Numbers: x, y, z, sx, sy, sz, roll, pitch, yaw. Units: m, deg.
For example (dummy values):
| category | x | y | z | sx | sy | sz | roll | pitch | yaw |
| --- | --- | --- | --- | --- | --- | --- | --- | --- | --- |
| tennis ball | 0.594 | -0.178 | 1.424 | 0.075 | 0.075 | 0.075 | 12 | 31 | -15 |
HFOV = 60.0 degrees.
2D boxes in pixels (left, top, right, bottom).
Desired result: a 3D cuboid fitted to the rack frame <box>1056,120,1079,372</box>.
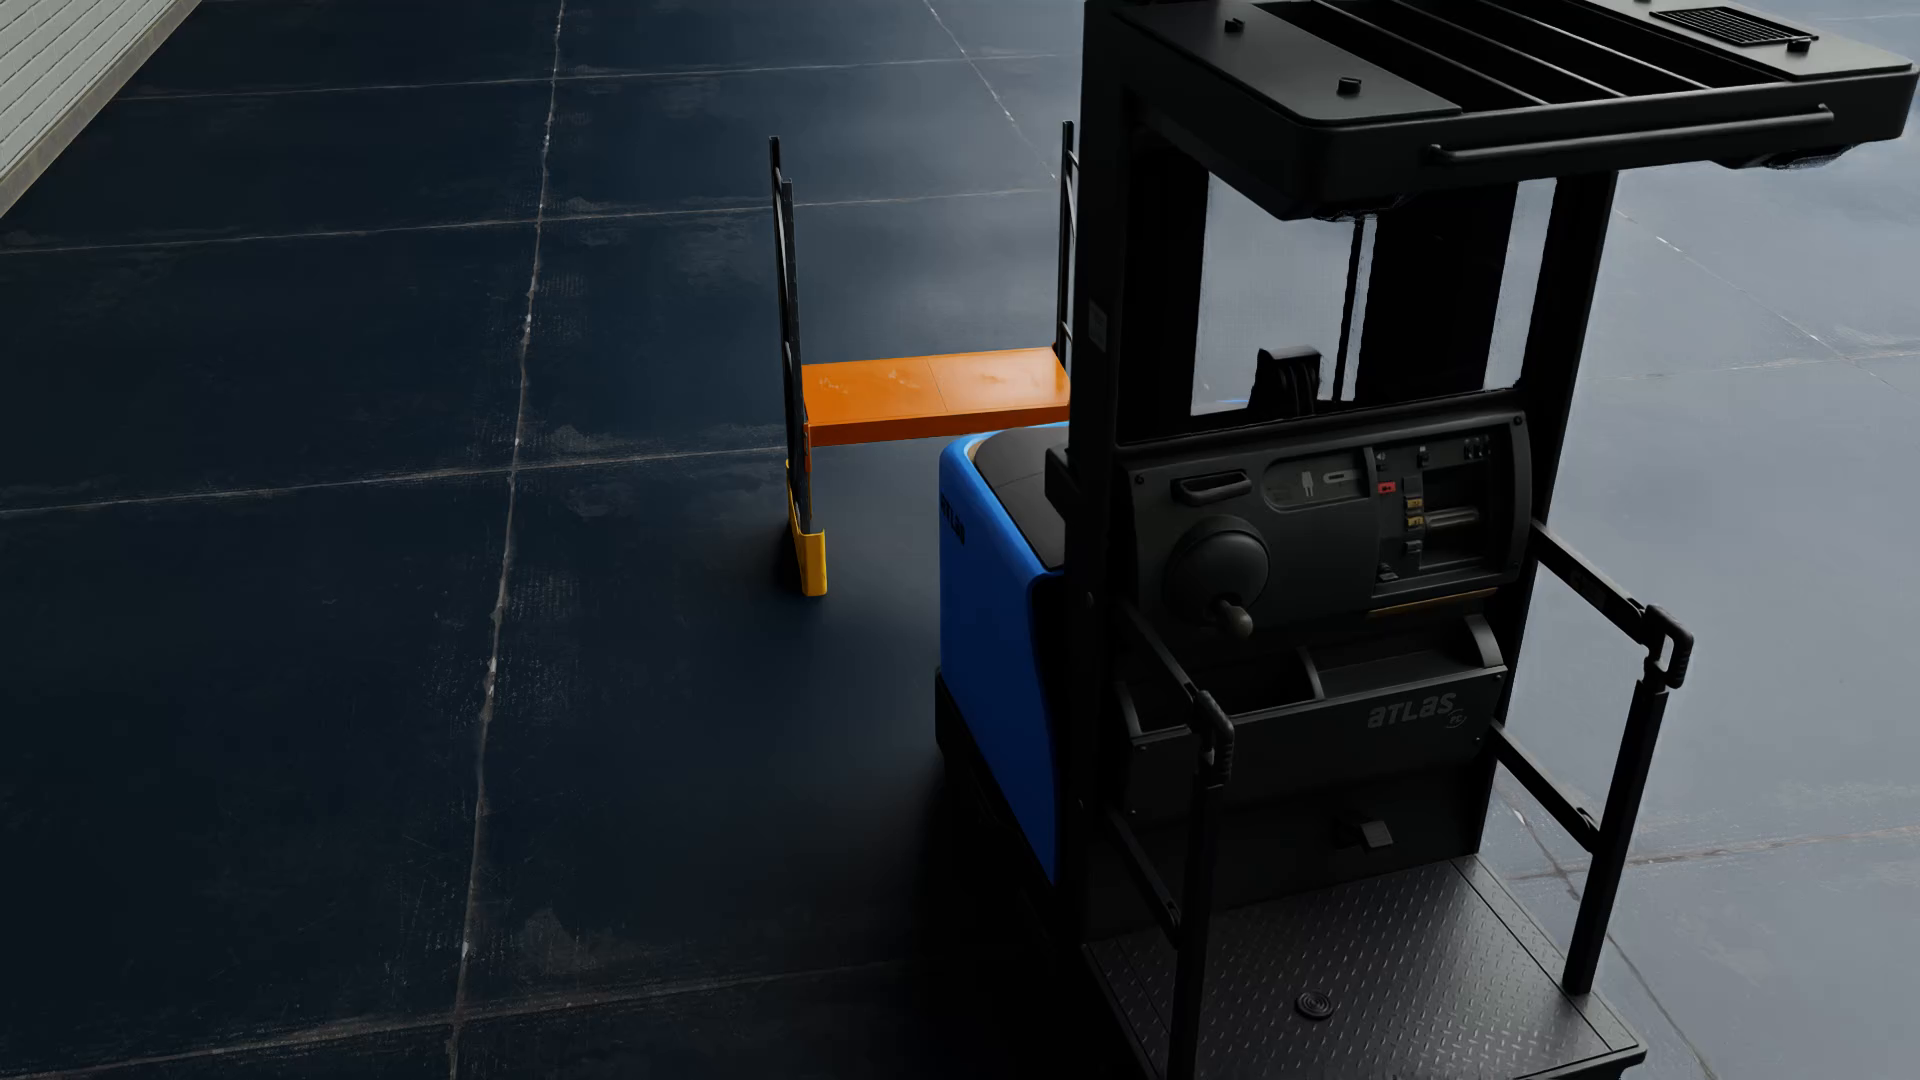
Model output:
| category | x | y | z | sx | sy | sz | roll | pitch | yaw |
| --- | --- | --- | --- | --- | --- | --- | --- | --- | --- |
| rack frame | 0.416 | -0.685 | 5.936 | 0.032 | 1.500 | 0.500 | -5 | 31 | -9 |

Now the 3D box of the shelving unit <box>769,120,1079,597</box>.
| category | x | y | z | sx | sy | sz | roll | pitch | yaw |
| --- | --- | --- | --- | --- | --- | --- | --- | --- | --- |
| shelving unit | -0.075 | -0.640 | 5.858 | 1.083 | 1.500 | 0.587 | -5 | 31 | -9 |

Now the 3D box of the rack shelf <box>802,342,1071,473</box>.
| category | x | y | z | sx | sy | sz | roll | pitch | yaw |
| --- | --- | --- | --- | --- | --- | --- | --- | --- | --- |
| rack shelf | -0.084 | -0.484 | 5.948 | 1.000 | 0.185 | 0.538 | -5 | 31 | -9 |

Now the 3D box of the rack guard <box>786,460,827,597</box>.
| category | x | y | z | sx | sy | sz | roll | pitch | yaw |
| --- | --- | --- | --- | --- | --- | --- | --- | --- | --- |
| rack guard | -0.565 | -0.055 | 6.097 | 0.087 | 0.250 | 0.587 | -5 | 31 | -9 |

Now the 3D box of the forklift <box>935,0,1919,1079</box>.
| category | x | y | z | sx | sy | sz | roll | pitch | yaw |
| --- | --- | --- | --- | --- | --- | --- | --- | --- | --- |
| forklift | 0.857 | 0.015 | 3.333 | 1.130 | 2.935 | 3.031 | -9 | 32 | -15 |

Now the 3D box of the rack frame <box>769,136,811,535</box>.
| category | x | y | z | sx | sy | sz | roll | pitch | yaw |
| --- | --- | --- | --- | --- | --- | --- | --- | --- | --- |
| rack frame | -0.584 | -0.592 | 5.778 | 0.032 | 1.500 | 0.500 | -5 | 31 | -9 |
